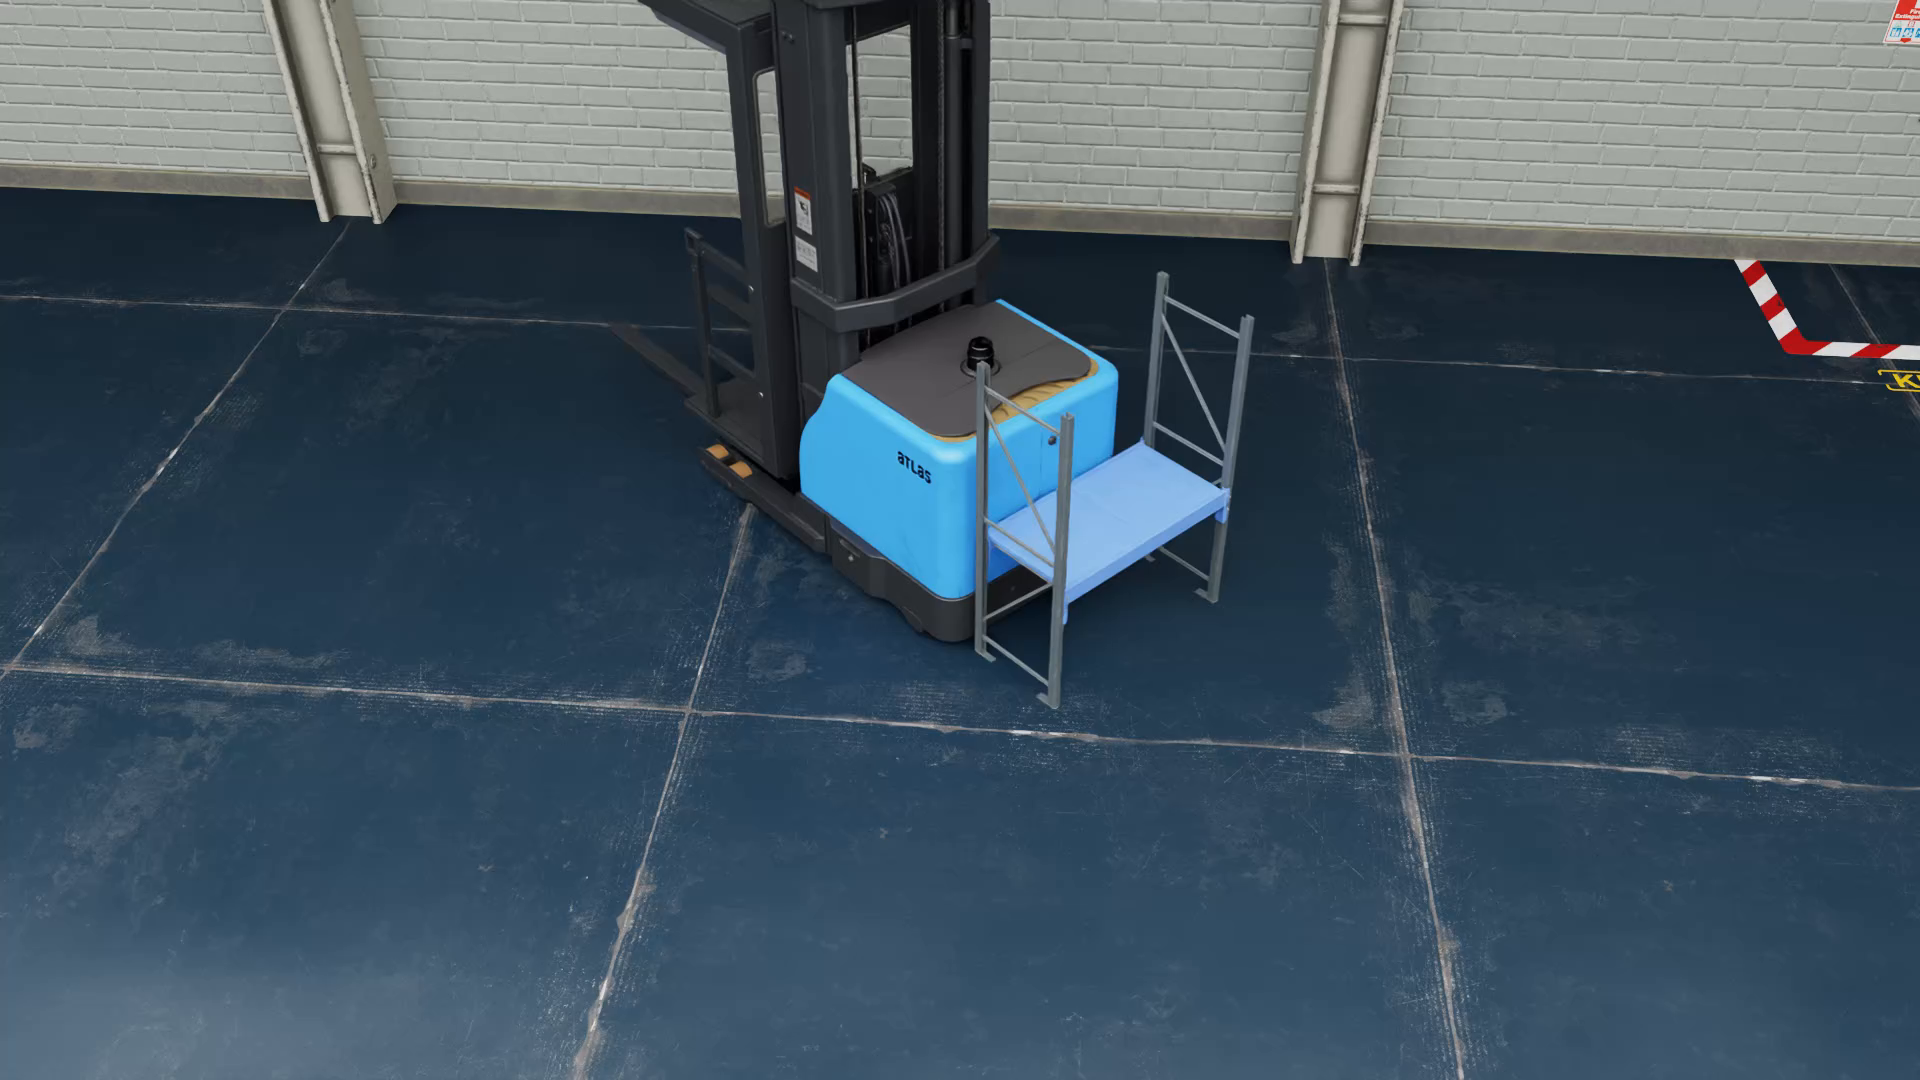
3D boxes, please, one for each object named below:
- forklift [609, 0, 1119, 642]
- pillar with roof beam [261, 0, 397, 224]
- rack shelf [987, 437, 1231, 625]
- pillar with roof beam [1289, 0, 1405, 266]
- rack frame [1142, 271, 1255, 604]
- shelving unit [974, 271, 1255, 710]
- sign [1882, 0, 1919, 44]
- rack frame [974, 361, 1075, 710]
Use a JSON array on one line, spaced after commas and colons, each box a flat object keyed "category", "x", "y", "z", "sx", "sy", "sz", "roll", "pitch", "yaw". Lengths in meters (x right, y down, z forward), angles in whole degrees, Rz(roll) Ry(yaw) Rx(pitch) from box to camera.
[{"category": "forklift", "x": -0.649, "y": -1.544, "z": 7.496, "sx": 1.130, "sy": 2.935, "sz": 3.031, "roll": -29, "pitch": 47, "yaw": -31}, {"category": "pillar with roof beam", "x": -4.148, "y": -2.854, "z": 4.299, "sx": 0.400, "sy": 9.000, "sz": 9.100, "roll": 3, "pitch": 39, "yaw": 4}, {"category": "rack shelf", "x": 0.620, "y": -0.059, "z": 7.090, "sx": 1.000, "sy": 0.185, "sz": 0.538, "roll": -30, "pitch": 48, "yaw": -31}, {"category": "pillar with roof beam", "x": 1.830, "y": -2.528, "z": 3.897, "sx": 0.400, "sy": 9.000, "sz": 9.100, "roll": 3, "pitch": 39, "yaw": 4}, {"category": "rack frame", "x": 0.996, "y": -0.414, "z": 7.241, "sx": 0.032, "sy": 1.500, "sz": 0.500, "roll": -30, "pitch": 48, "yaw": -31}, {"category": "shelving unit", "x": 0.620, "y": -0.199, "z": 6.977, "sx": 1.048, "sy": 1.500, "sz": 0.538, "roll": -30, "pitch": 48, "yaw": -31}, {"category": "sign", "x": 5.178, "y": -2.849, "z": 9.016, "sx": 0.234, "sy": 0.329, "sz": 0.001, "roll": 3, "pitch": 39, "yaw": 4}, {"category": "rack frame", "x": 0.243, "y": 0.016, "z": 6.712, "sx": 0.032, "sy": 1.500, "sz": 0.500, "roll": -30, "pitch": 48, "yaw": -31}]
